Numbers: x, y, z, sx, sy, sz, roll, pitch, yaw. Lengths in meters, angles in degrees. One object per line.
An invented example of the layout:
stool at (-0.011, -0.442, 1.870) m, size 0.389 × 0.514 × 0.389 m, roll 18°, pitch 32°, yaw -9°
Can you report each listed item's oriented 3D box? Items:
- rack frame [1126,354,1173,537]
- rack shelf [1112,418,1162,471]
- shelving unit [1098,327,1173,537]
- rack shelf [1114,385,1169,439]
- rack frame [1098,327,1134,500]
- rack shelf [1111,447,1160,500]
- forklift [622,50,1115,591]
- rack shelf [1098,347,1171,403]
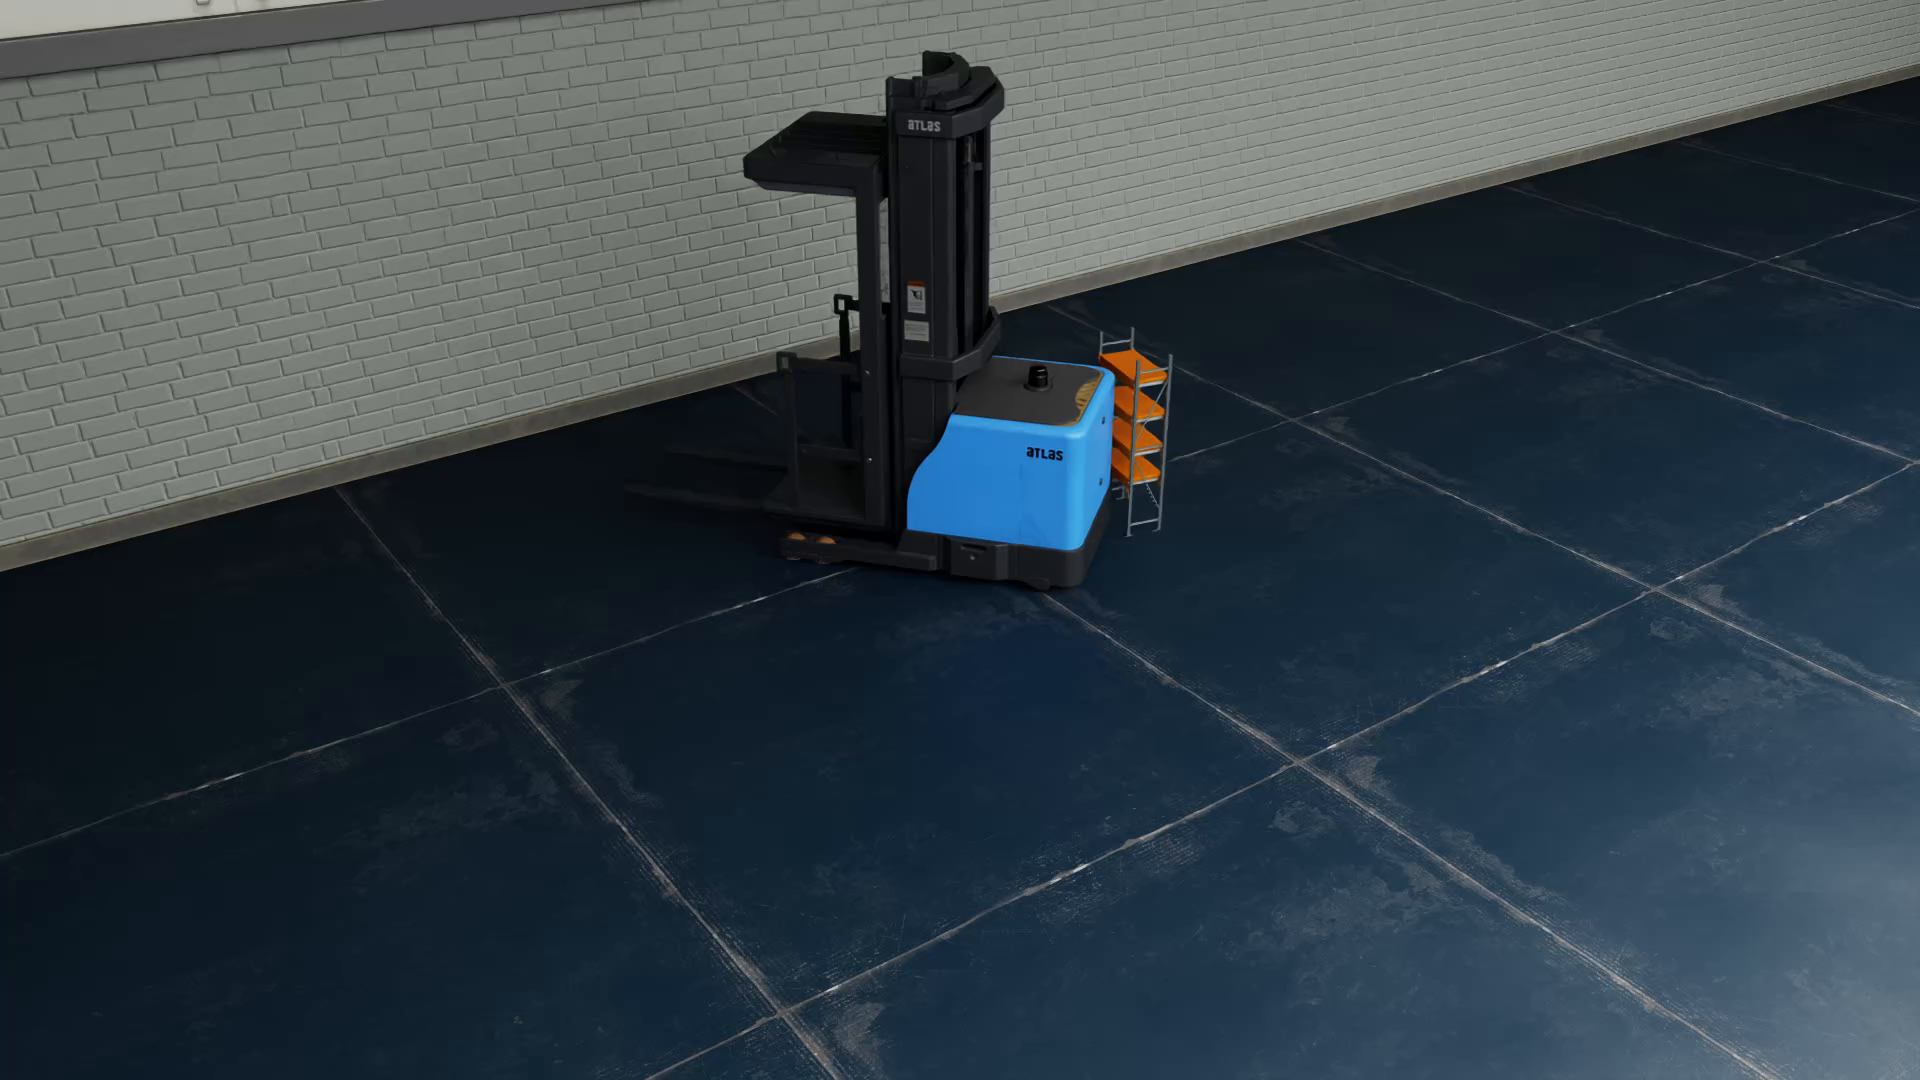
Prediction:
rack frame at (1.165, -0.569, 10.265) m, size 0.240 × 1.200 × 0.015 m, roll -11°, pitch 30°, yaw -20°
rack shelf at (1.070, -0.617, 10.494) m, size 0.258 × 0.148 × 0.480 m, roll -11°, pitch 30°, yaw -20°
shelving unit at (1.070, -0.676, 10.462) m, size 0.258 × 1.200 × 0.503 m, roll -11°, pitch 30°, yaw -20°
rack shelf at (1.071, -0.813, 10.388) m, size 0.258 × 0.148 × 0.480 m, roll -11°, pitch 30°, yaw -20°
rack frame at (0.976, -0.783, 10.660) m, size 0.240 × 1.200 × 0.015 m, roll -11°, pitch 30°, yaw -20°
rack shelf at (1.069, -0.442, 10.589) m, size 0.258 × 0.148 × 0.480 m, roll -11°, pitch 30°, yaw -20°
forklift at (-0.613, -1.371, 9.929) m, size 3.031 × 2.935 × 1.130 m, roll 8°, pitch 29°, yaw 14°
rack shelf at (1.072, -1.022, 10.276) m, size 0.258 × 0.148 × 0.480 m, roll -11°, pitch 30°, yaw -20°
